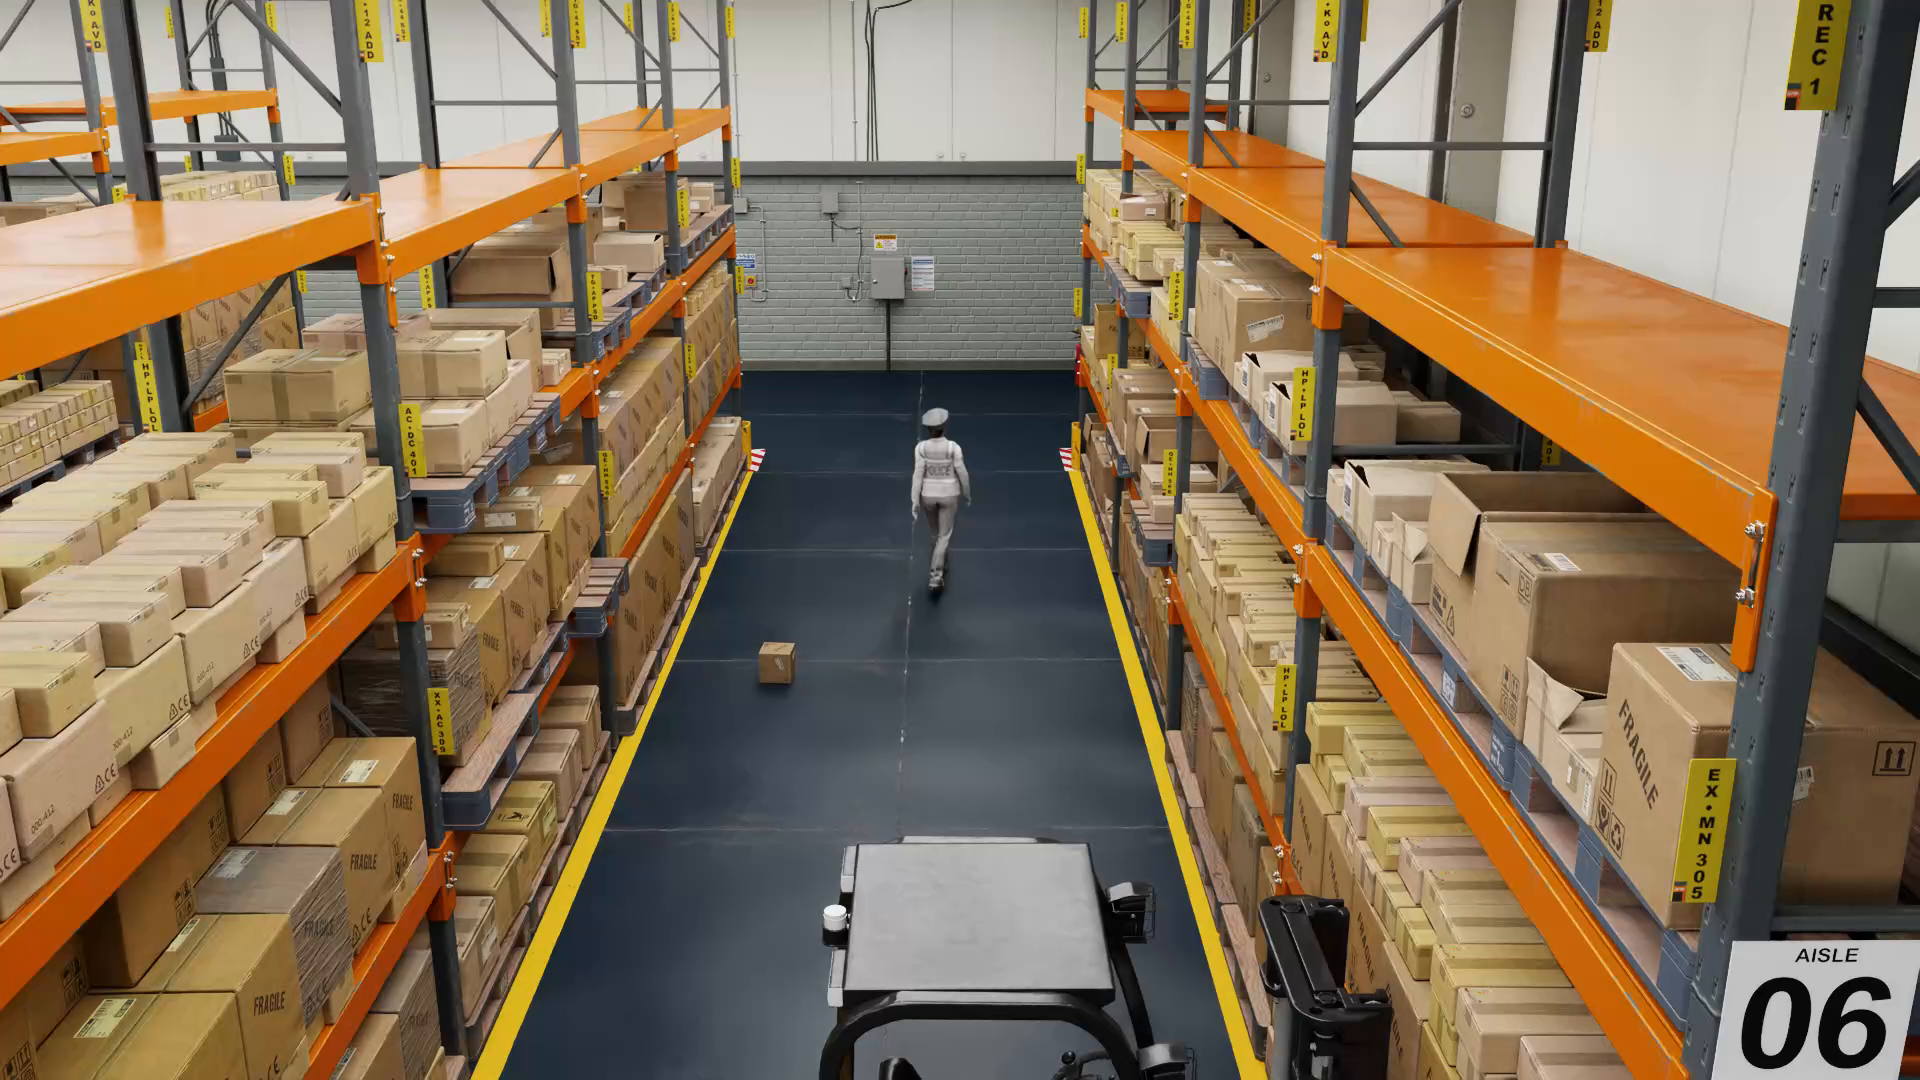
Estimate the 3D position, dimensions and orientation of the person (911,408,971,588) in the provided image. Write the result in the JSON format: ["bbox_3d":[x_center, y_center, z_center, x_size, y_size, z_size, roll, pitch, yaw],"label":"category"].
[{"bbox_3d":[-0.165,-0.419,15.331,0.511,1.636,0.995,4,18,14],"label":"person"}]
